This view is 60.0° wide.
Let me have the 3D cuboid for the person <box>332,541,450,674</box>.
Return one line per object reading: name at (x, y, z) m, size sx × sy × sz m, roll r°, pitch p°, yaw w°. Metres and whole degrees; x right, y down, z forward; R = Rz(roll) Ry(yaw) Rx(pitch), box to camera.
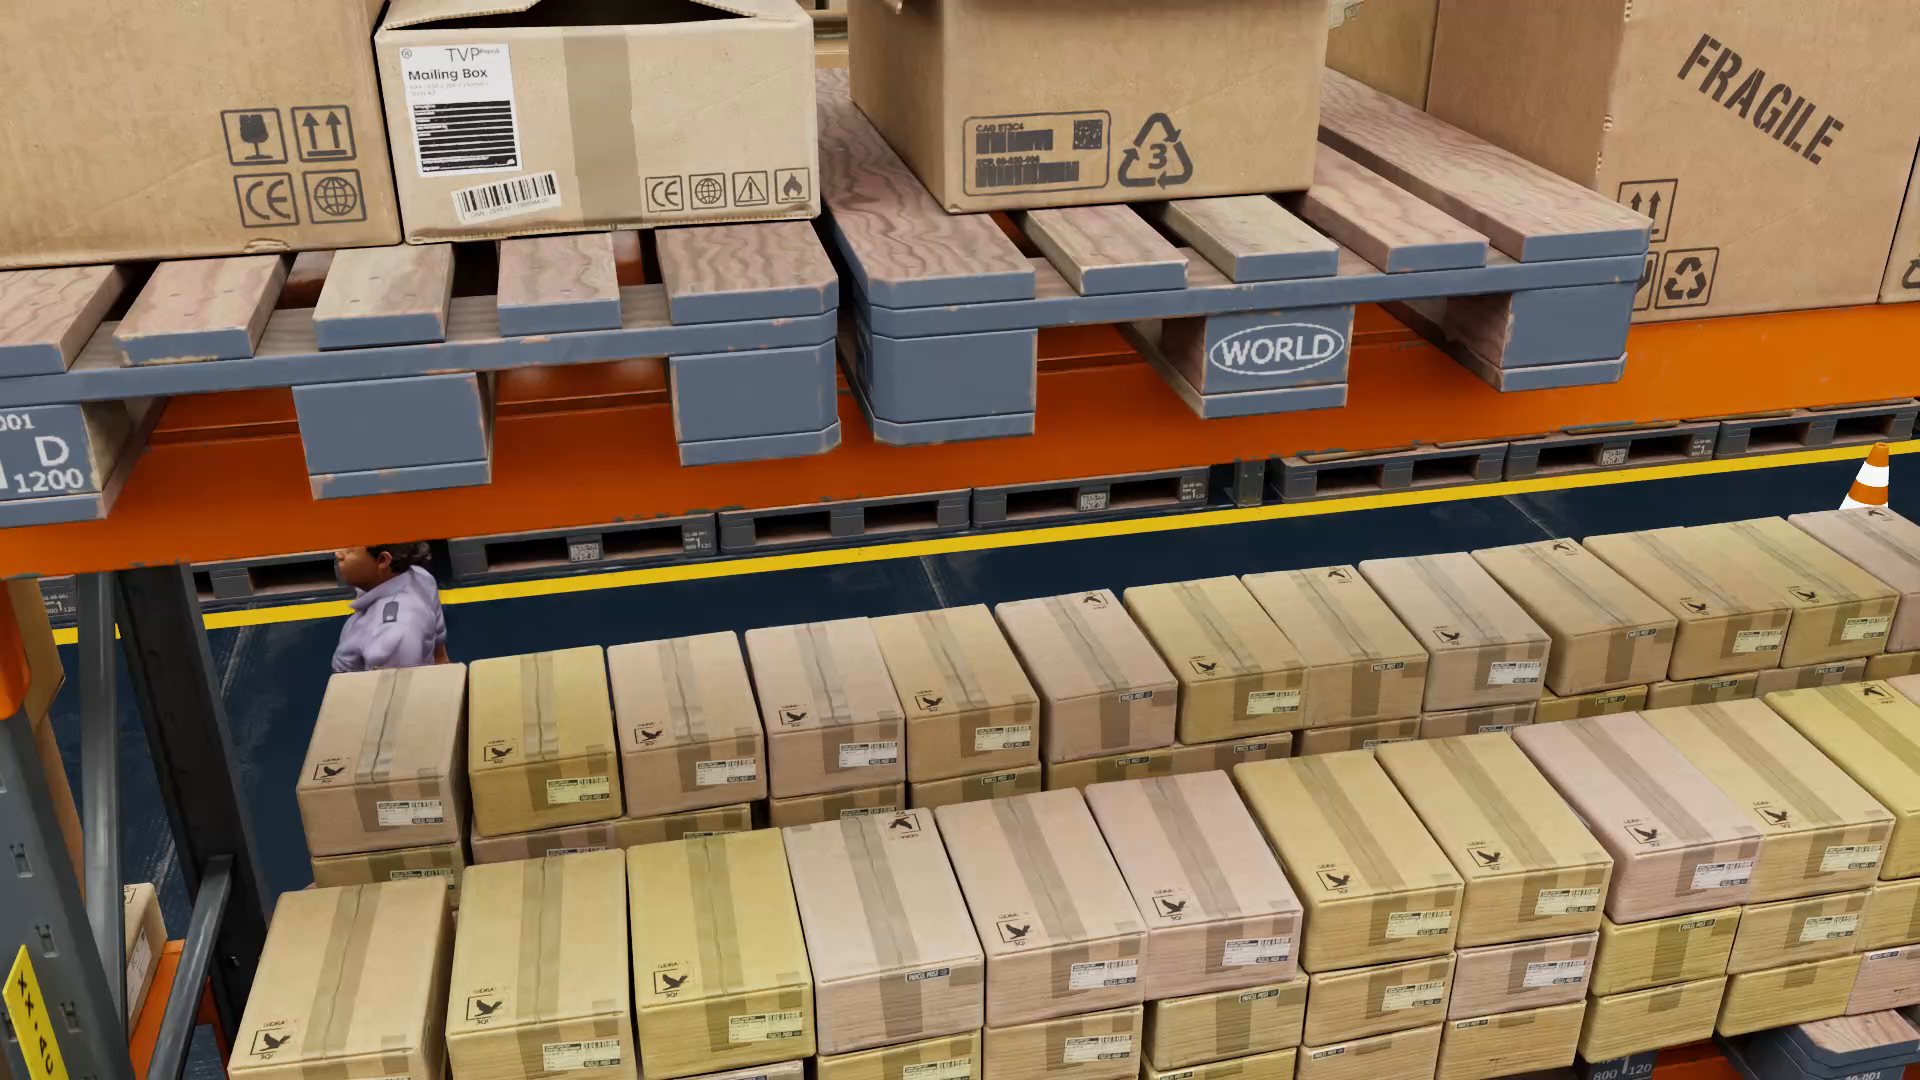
person at (-1.562, 0.635, 4.886) m, size 0.886 × 1.590 × 0.496 m, roll -6°, pitch 27°, yaw -11°
